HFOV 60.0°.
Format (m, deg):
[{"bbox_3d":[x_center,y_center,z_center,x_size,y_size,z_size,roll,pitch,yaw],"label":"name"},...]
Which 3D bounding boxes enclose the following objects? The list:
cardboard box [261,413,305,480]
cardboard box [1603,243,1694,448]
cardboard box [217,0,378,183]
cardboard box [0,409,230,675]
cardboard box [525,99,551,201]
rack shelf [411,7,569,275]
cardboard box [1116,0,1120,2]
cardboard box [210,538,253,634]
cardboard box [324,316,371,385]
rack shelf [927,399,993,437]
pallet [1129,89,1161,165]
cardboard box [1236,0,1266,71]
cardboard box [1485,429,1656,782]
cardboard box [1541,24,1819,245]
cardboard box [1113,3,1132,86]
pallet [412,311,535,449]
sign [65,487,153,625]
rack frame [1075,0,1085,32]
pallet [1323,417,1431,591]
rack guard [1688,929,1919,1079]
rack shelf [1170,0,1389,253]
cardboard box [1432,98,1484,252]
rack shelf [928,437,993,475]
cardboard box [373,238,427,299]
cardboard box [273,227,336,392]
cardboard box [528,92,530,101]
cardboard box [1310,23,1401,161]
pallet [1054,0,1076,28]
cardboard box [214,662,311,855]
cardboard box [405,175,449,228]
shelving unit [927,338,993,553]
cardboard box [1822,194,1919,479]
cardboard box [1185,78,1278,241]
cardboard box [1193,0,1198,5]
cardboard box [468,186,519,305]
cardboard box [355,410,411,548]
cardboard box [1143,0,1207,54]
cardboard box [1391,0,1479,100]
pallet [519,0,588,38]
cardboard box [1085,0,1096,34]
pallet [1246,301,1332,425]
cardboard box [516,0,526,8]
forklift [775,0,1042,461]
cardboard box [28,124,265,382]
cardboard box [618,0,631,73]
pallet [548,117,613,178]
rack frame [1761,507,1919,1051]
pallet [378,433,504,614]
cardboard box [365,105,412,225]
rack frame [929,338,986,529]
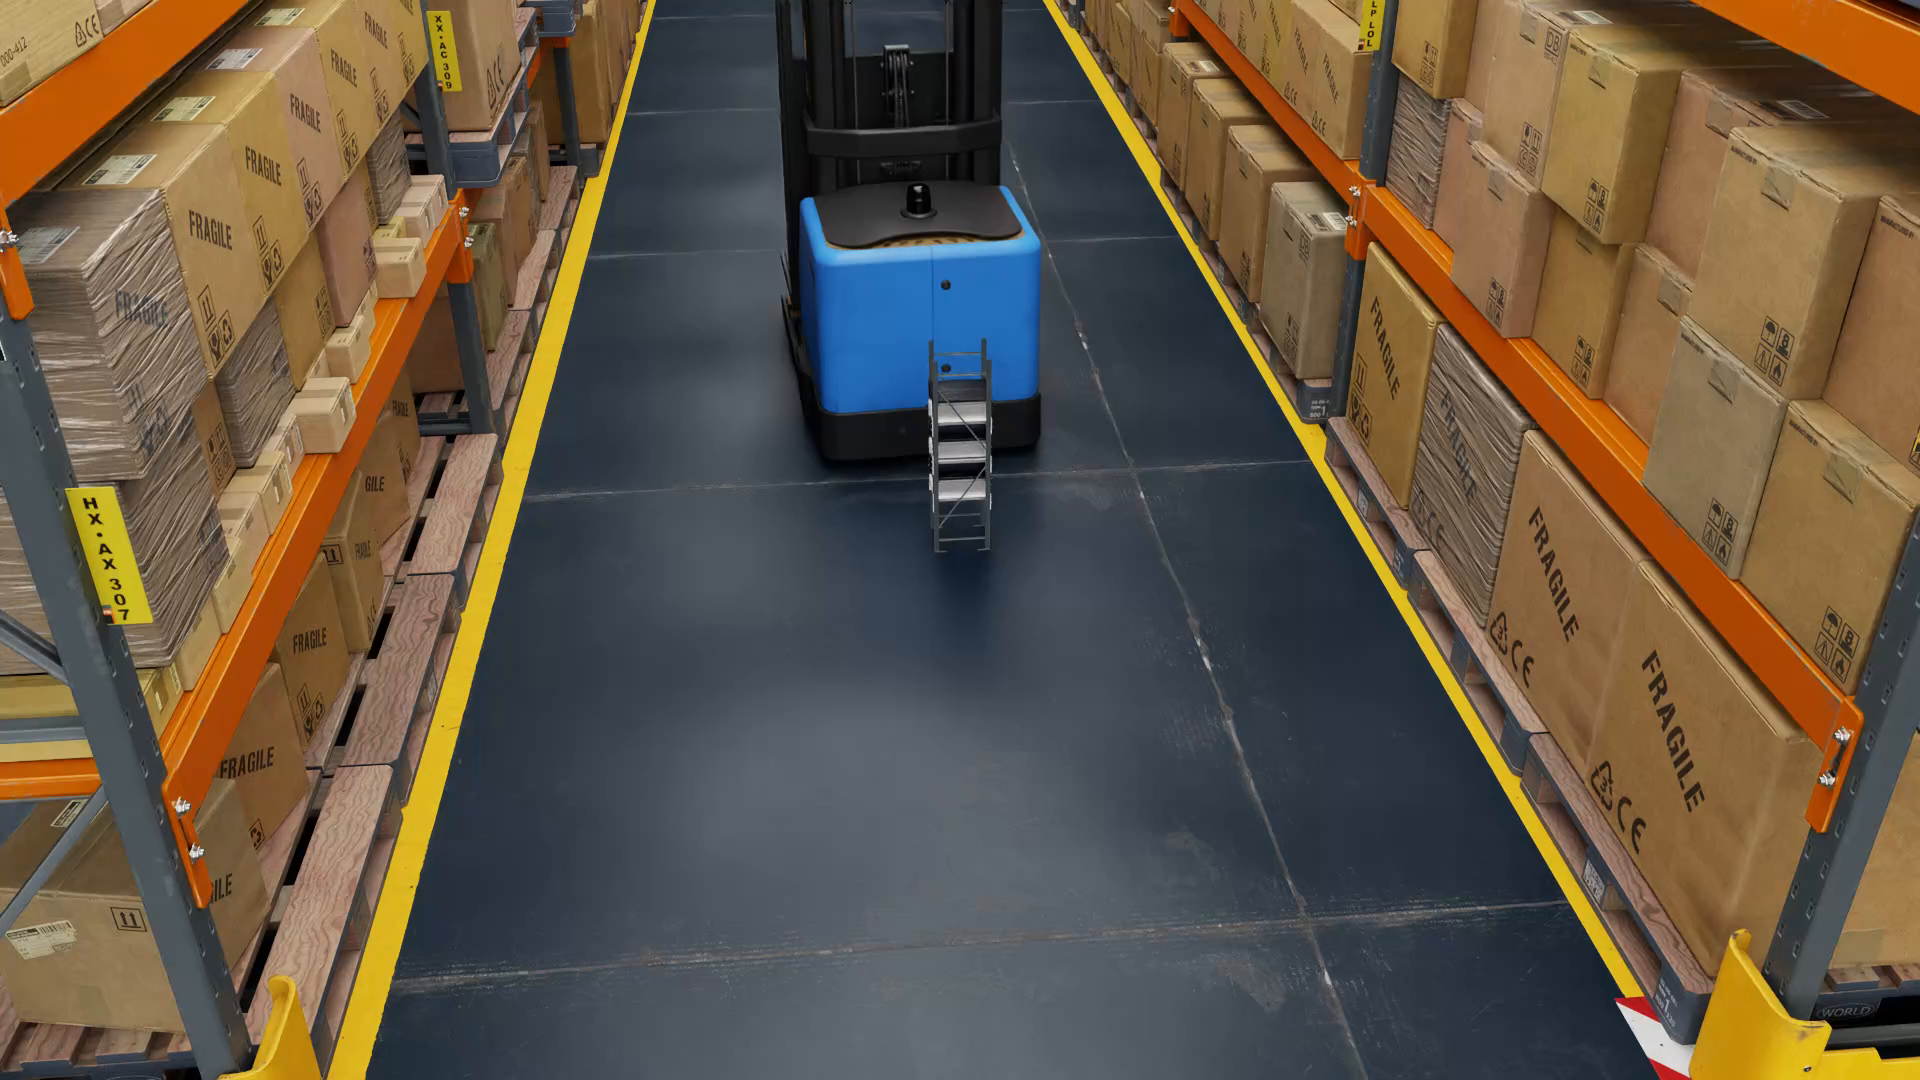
[{"bbox_3d":[-2.205,-0.254,4.994,0.380,0.149,0.250,-3,31,-5],"label":"cardboard box"},{"bbox_3d":[2.576,-0.576,5.143,0.875,0.550,0.550,-3,31,-5],"label":"cardboard box"},{"bbox_3d":[-2.256,-1.482,5.443,0.500,0.500,0.500,-3,31,-5],"label":"cardboard box"},{"bbox_3d":[-2.316,-0.019,3.970,0.875,0.500,0.500,-3,31,-5],"label":"cardboard box"},{"bbox_3d":[-2.957,-2.426,10.394,0.700,0.500,0.500,-4,31,-7],"label":"cardboard box"},{"bbox_3d":[-2.852,-2.321,8.912,1.077,0.370,4.000,-3,31,-5],"label":"rack shelf"},{"bbox_3d":[1.436,-4.386,12.965,0.500,0.250,0.500,-2,31,-3],"label":"cardboard box"},{"bbox_3d":[-2.094,0.127,4.357,0.380,0.149,0.250,-3,31,-5],"label":"cardboard box"},{"bbox_3d":[-2.227,-0.639,5.639,0.380,0.149,0.250,-3,31,-5],"label":"cardboard box"},{"bbox_3d":[-0.001,-0.516,6.951,0.258,0.077,0.200,-3,31,-5],"label":"rack shelf"},{"bbox_3d":[1.837,-3.039,12.132,1.003,0.211,1.213,-3,31,-5],"label":"pallet"},{"bbox_3d":[1.823,-2.866,9.026,0.500,0.500,0.500,-3,31,-5],"label":"cardboard box"},{"bbox_3d":[2.442,0.187,5.674,0.875,0.875,0.875,-3,31,-5],"label":"cardboard box"},{"bbox_3d":[2.420,-1.305,5.311,0.875,0.550,0.500,-3,31,-5],"label":"cardboard box"},{"bbox_3d":[1.476,-3.802,12.718,0.500,0.500,0.500,-4,31,-7],"label":"cardboard box"},{"bbox_3d":[-2.740,-0.809,8.399,1.003,0.211,1.213,-3,31,-5],"label":"pallet"},{"bbox_3d":[-1.752,0.036,3.421,0.100,0.325,0.005,-3,31,-5],"label":"sign"},{"bbox_3d":[1.535,-5.879,14.168,1.000,3.000,0.127,-3,31,-5],"label":"rack frame"},{"bbox_3d":[2.275,-0.206,7.389,1.003,0.211,1.213,-3,31,-5],"label":"pallet"},{"bbox_3d":[2.658,1.333,4.531,1.175,0.500,0.348,-3,31,-5],"label":"rack guard"},{"bbox_3d":[2.095,-2.507,9.224,1.077,0.370,4.000,-3,31,-5],"label":"rack shelf"},{"bbox_3d":[2.402,-1.392,6.509,0.875,0.550,0.550,-3,31,-5],"label":"cardboard box"},{"bbox_3d":[-0.001,-0.362,7.043,0.258,0.077,0.200,-3,31,-5],"label":"rack shelf"},{"bbox_3d":[-2.241,-1.024,6.285,0.380,0.149,0.250,-3,31,-5],"label":"cardboard box"},{"bbox_3d":[-2.521,-0.782,5.247,0.875,0.500,0.500,-3,31,-5],"label":"cardboard box"},{"bbox_3d":[-2.947,-2.748,10.203,0.500,0.250,0.500,-2,31,-3],"label":"cardboard box"},{"bbox_3d":[1.967,-2.091,7.729,0.500,0.500,0.500,-3,31,-5],"label":"cardboard box"},{"bbox_3d":[1.437,-5.023,15.454,1.003,0.211,1.213,-3,31,-5],"label":"pallet"},{"bbox_3d":[-2.423,0.703,5.176,0.500,0.500,0.500,5,31,8],"label":"cardboard box"},{"bbox_3d":[-2.353,-1.405,6.923,0.380,0.149,0.250,-3,31,-5],"label":"cardboard box"},{"bbox_3d":[-0.001,-0.390,7.026,0.258,0.900,0.210,-3,31,-5],"label":"shelving unit"},{"bbox_3d":[2.660,-0.472,3.916,0.875,0.550,0.550,-3,31,-5],"label":"cardboard box"},{"bbox_3d":[1.961,-2.290,9.943,1.050,0.750,0.750,-2,31,-4],"label":"cardboard box"},{"bbox_3d":[1.682,-3.638,10.318,0.500,0.500,0.500,-2,31,-4],"label":"cardboard box"},{"bbox_3d":[-2.780,-1.569,8.960,0.700,0.500,0.500,-5,31,-9],"label":"cardboard box"},{"bbox_3d":[-2.607,-0.218,6.718,0.500,0.500,0.500,7,32,11],"label":"cardboard box"},{"bbox_3d":[1.583,-3.603,11.653,0.500,0.250,0.500,-3,31,-6],"label":"cardboard box"},{"bbox_3d":[2.282,-2.133,6.696,0.875,0.550,0.550,-3,31,-5],"label":"cardboard box"},{"bbox_3d":[-2.867,-3.210,9.886,1.213,0.211,1.003,-3,31,-5],"label":"pallet"},{"bbox_3d":[1.340,-4.596,14.048,0.500,0.500,0.500,-2,31,-3],"label":"cardboard box"},{"bbox_3d":[2.135,-0.988,8.698,1.003,0.211,1.213,-3,31,-5],"label":"pallet"},{"bbox_3d":[-2.797,-3.320,9.377,0.700,0.500,0.500,2,31,3],"label":"cardboard box"},{"bbox_3d":[-0.382,-2.367,8.355,1.130,2.935,3.031,-5,31,-9],"label":"forklift"},{"bbox_3d":[-2.112,-0.716,4.161,0.500,0.500,0.500,-3,31,-5],"label":"cardboard box"},{"bbox_3d":[-3.249,-4.179,12.984,1.225,0.875,0.875,-4,31,-6],"label":"cardboard box"},{"bbox_3d":[-3.038,-2.860,11.832,1.003,0.211,1.213,-3,31,-5],"label":"pallet"},{"bbox_3d":[2.653,0.247,3.911,0.949,2.616,0.053,-3,31,-5],"label":"rack frame"},{"bbox_3d":[-2.568,-0.071,7.162,1.003,0.211,1.213,-3,31,-5],"label":"pallet"},{"bbox_3d":[-2.685,-1.547,6.527,0.875,0.500,0.500,-3,31,-5],"label":"cardboard box"},{"bbox_3d":[-0.010,-0.442,7.113,0.240,0.900,0.006,-3,31,-5],"label":"rack frame"}]
